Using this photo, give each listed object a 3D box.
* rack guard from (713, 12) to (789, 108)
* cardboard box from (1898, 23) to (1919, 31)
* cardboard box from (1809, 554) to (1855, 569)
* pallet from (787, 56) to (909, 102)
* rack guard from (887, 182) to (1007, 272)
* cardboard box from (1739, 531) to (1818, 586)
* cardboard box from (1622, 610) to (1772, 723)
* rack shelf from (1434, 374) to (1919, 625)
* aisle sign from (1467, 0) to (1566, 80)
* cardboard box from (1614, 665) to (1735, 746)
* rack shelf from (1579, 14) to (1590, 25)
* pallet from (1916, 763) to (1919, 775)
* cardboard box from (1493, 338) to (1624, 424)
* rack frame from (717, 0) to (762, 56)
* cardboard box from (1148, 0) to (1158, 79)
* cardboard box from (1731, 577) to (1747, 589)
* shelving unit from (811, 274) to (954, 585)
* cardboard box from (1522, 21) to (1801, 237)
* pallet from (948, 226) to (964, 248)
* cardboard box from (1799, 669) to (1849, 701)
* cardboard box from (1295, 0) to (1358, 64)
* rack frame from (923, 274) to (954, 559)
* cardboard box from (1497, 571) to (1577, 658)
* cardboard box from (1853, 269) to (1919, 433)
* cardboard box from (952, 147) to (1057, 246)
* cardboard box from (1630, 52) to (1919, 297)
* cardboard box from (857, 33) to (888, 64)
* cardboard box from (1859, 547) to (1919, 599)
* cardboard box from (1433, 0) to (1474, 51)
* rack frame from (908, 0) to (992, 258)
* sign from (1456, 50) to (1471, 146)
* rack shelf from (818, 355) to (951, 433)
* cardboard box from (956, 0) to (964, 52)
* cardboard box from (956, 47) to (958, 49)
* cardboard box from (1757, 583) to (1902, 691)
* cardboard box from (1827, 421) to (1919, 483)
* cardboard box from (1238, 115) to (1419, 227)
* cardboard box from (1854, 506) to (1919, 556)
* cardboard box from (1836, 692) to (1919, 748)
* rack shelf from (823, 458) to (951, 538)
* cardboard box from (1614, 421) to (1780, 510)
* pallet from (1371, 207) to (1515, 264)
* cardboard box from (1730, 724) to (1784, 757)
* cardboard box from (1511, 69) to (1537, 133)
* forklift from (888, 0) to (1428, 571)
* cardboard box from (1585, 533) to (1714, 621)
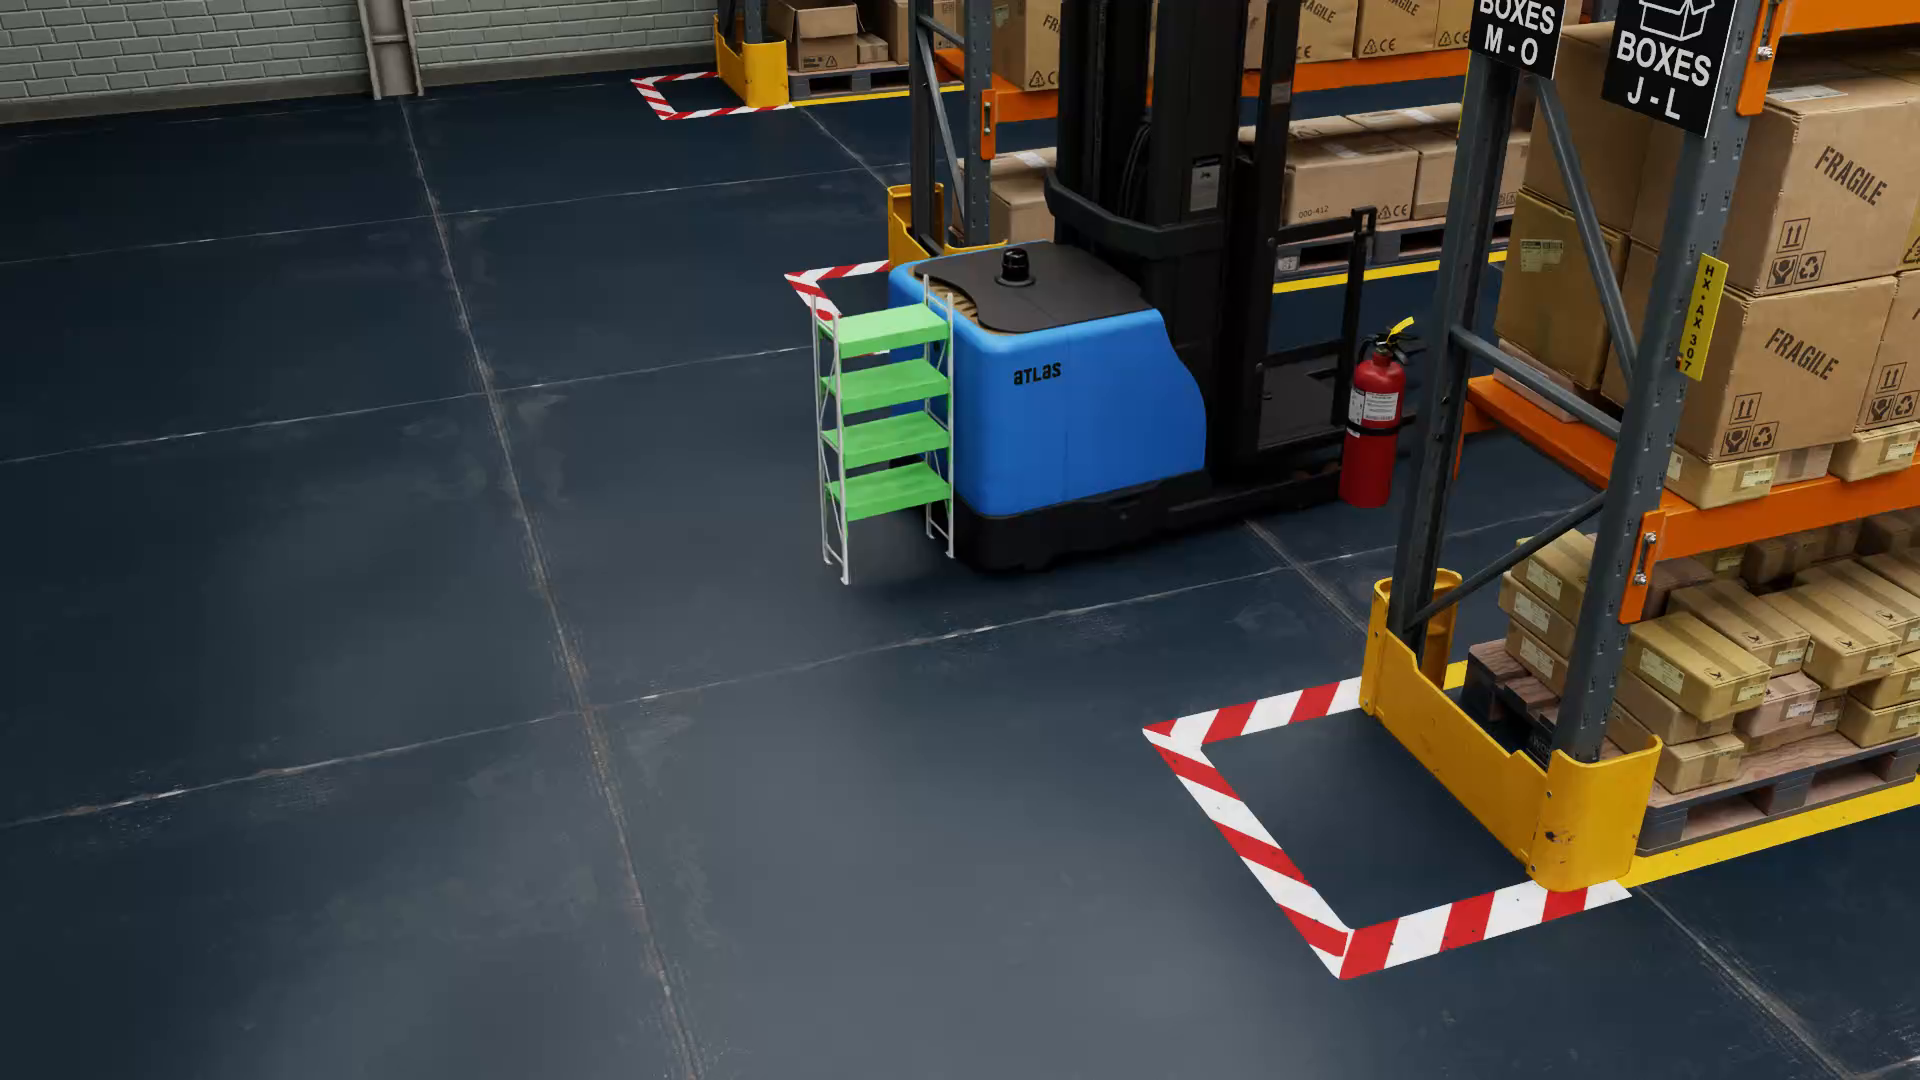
[{"bbox_3d":[-1.727,-3.969,13.712,0.348,0.500,1.175,-10,31,-18],"label":"rack guard"},{"bbox_3d":[3.058,-1.444,5.342,0.500,0.500,0.500,-9,31,-15],"label":"cardboard box"},{"bbox_3d":[3.119,0.057,6.275,0.250,0.149,0.380,-10,31,-17],"label":"cardboard box"},{"bbox_3d":[-0.980,-3.982,14.026,1.213,0.211,1.003,-10,31,-18],"label":"pallet"},{"bbox_3d":[-0.087,-1.650,9.640,0.348,0.500,1.175,-10,31,-18],"label":"rack guard"},{"bbox_3d":[2.883,-0.008,6.088,0.250,0.149,0.380,-12,32,-20],"label":"cardboard box"},{"bbox_3d":[2.366,0.404,5.365,0.250,0.149,0.380,-12,32,-20],"label":"cardboard box"},{"bbox_3d":[3.631,-0.493,5.812,4.000,0.370,1.077,-10,31,-18],"label":"rack shelf"},{"bbox_3d":[1.584,-1.717,4.607,0.004,0.787,0.394,-10,31,-18],"label":"aisle sign"},{"bbox_3d":[2.337,0.495,5.506,0.250,0.149,0.380,-9,31,-16],"label":"cardboard box"},{"bbox_3d":[5.559,-3.463,11.025,4.000,0.370,1.077,-10,31,-18],"label":"rack shelf"},{"bbox_3d":[3.743,0.405,6.325,1.213,0.211,1.003,-10,31,-18],"label":"pallet"},{"bbox_3d":[1.964,-0.539,5.420,0.250,0.149,0.380,-10,31,-18],"label":"cardboard box"},{"bbox_3d":[-1.798,-5.042,13.070,0.127,3.000,1.000,-10,31,-18],"label":"rack frame"},{"bbox_3d":[0.950,-2.833,9.092,0.500,0.500,0.500,-11,31,-18],"label":"cardboard box"},{"bbox_3d":[2.638,0.152,6.108,0.250,0.149,0.380,-12,32,-20],"label":"cardboard box"},{"bbox_3d":[-0.306,-0.441,6.812,0.503,1.200,0.258,-14,32,-23],"label":"shelving unit"},{"bbox_3d":[2.099,-1.262,5.024,0.500,0.500,0.500,-11,31,-19],"label":"cardboard box"},{"bbox_3d":[0.658,-1.702,10.025,1.213,0.211,1.003,-10,31,-18],"label":"pallet"},{"bbox_3d":[2.812,0.391,5.689,0.250,0.149,0.380,-10,31,-17],"label":"cardboard box"},{"bbox_3d":[1.897,-3.007,9.396,0.500,0.500,0.500,-9,31,-16],"label":"cardboard box"},{"bbox_3d":[-0.088,-0.495,6.907,0.015,1.200,0.240,-14,32,-23],"label":"rack frame"},{"bbox_3d":[2.152,0.243,5.949,0.250,0.149,0.380,-11,32,-19],"label":"cardboard box"},{"bbox_3d":[2.767,-0.687,5.024,0.500,0.500,0.500,-10,31,-18],"label":"cardboard box"},{"bbox_3d":[0.520,-1.969,9.841,0.875,0.438,0.875,-12,32,-19],"label":"cardboard box"},{"bbox_3d":[2.270,-1.022,4.602,0.500,0.500,0.500,-11,31,-18],"label":"cardboard box"},{"bbox_3d":[-0.780,-4.103,13.877,0.250,0.149,0.380,-12,32,-20],"label":"cardboard box"},{"bbox_3d":[3.330,0.192,5.737,0.250,0.149,0.380,-9,31,-16],"label":"cardboard box"},{"bbox_3d":[2.859,-3.184,9.707,0.500,0.500,0.500,-11,32,-19],"label":"cardboard box"},{"bbox_3d":[-0.064,-2.740,9.029,0.127,3.000,1.000,-10,31,-18],"label":"rack frame"},{"bbox_3d":[1.582,-1.362,5.122,0.005,0.325,0.100,-10,31,-18],"label":"sign"},{"bbox_3d":[-0.306,-0.594,6.725,0.480,0.148,0.258,-14,32,-23],"label":"rack shelf"},{"bbox_3d":[0.296,-2.989,9.366,0.500,0.500,0.500,-10,31,-17],"label":"cardboard box"},{"bbox_3d":[0.153,-4.374,13.999,0.500,0.500,0.500,-10,31,-17],"label":"cardboard box"},{"bbox_3d":[2.864,0.317,5.518,0.250,0.149,0.380,-11,31,-18],"label":"cardboard box"},{"bbox_3d":[2.670,-0.340,5.071,0.250,0.149,0.380,-11,32,-19],"label":"cardboard box"},{"bbox_3d":[2.220,-2.286,10.396,0.875,0.438,0.875,-11,32,-19],"label":"cardboard box"},{"bbox_3d":[3.401,-0.074,6.204,0.250,0.149,0.380,-11,32,-19],"label":"cardboard box"},{"bbox_3d":[3.084,0.531,5.743,0.250,0.149,0.380,-10,31,-17],"label":"cardboard box"},{"bbox_3d":[-0.306,-0.177,6.963,0.480,0.148,0.258,-14,32,-23],"label":"rack shelf"},{"bbox_3d":[2.175,-0.255,4.922,0.250,0.149,0.380,-11,31,-18],"label":"cardboard box"},{"bbox_3d":[2.945,-2.124,10.764,1.213,0.211,1.003,-10,31,-18],"label":"pallet"},{"bbox_3d":[2.576,0.570,5.674,0.250,0.149,0.380,-11,31,-18],"label":"cardboard box"},{"bbox_3d":[4.238,-2.834,10.916,0.875,0.875,0.875,-9,31,-16],"label":"cardboard box"},{"bbox_3d":[1.230,-1.637,7.163,3.031,2.935,1.130,-14,32,-23],"label":"forklift"},{"bbox_3d":[2.420,0.111,5.879,0.250,0.149,0.380,-10,31,-17],"label":"cardboard box"}]
